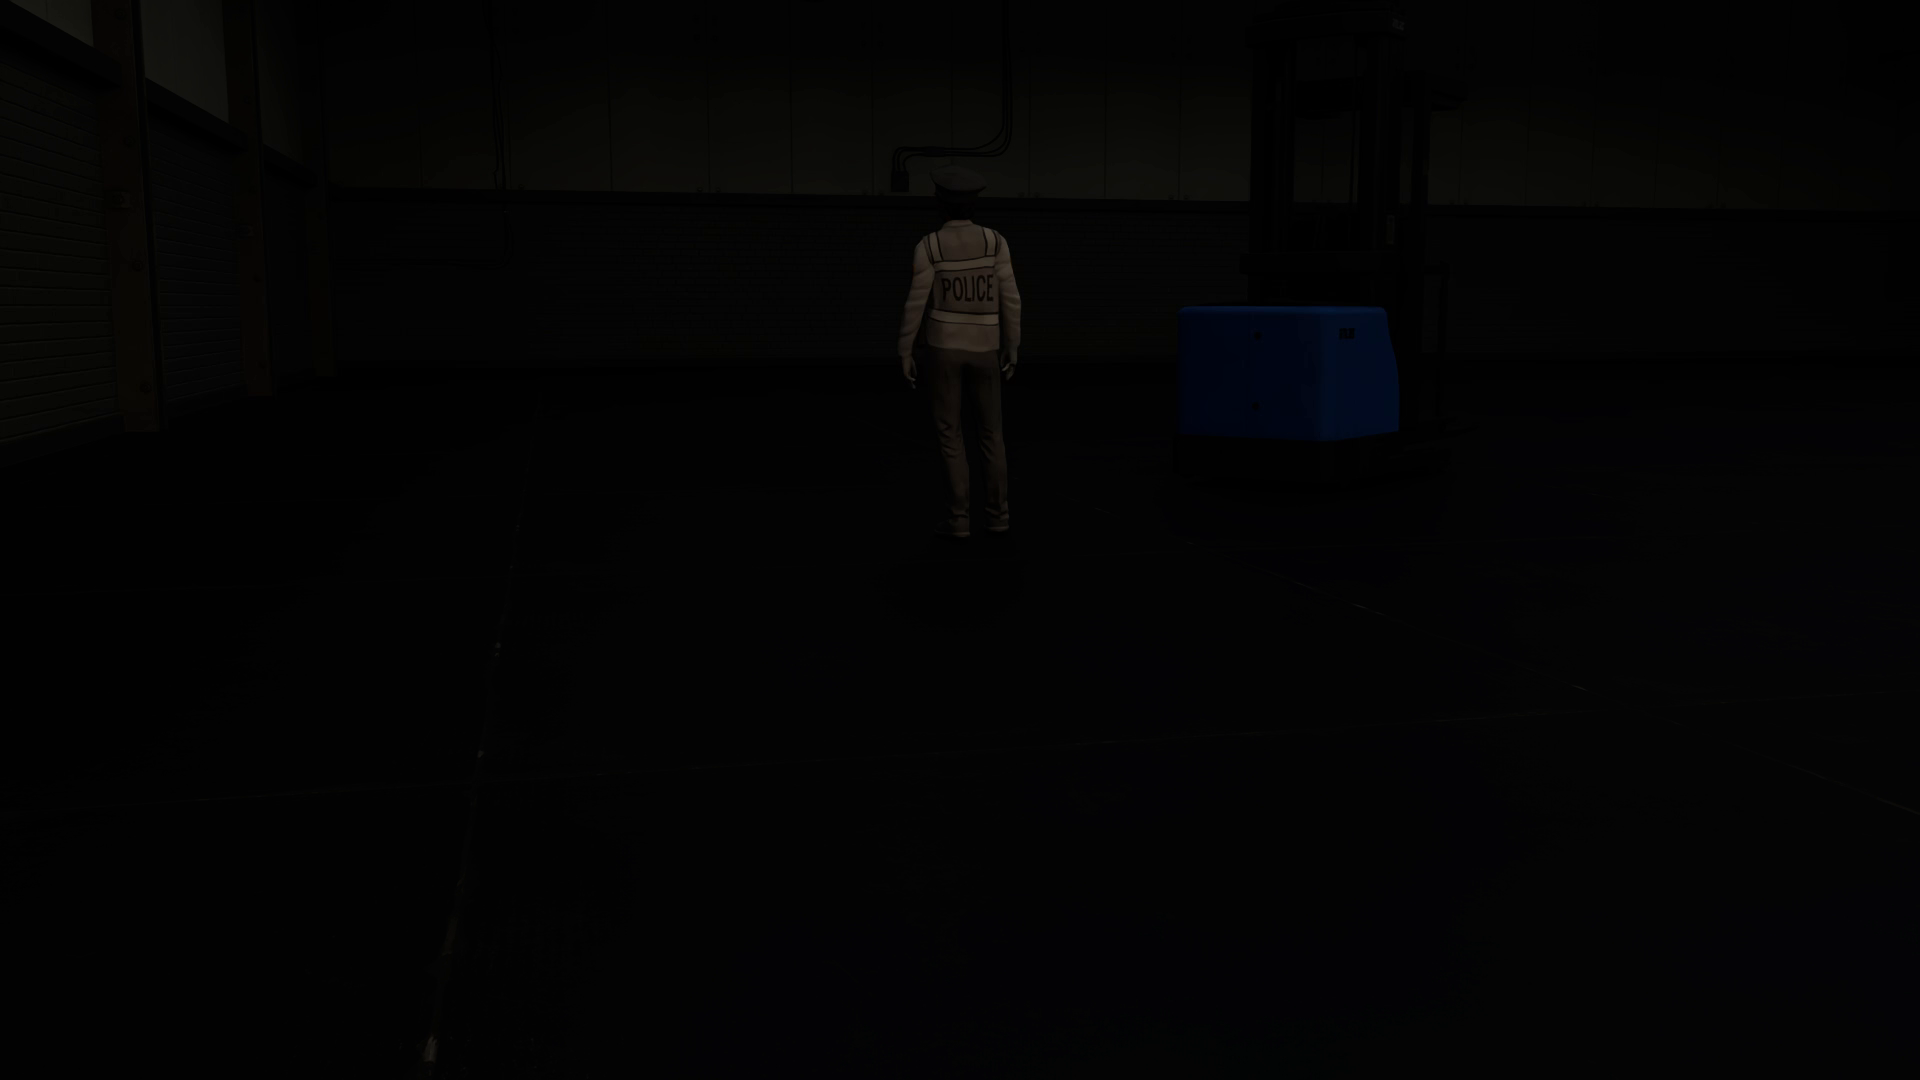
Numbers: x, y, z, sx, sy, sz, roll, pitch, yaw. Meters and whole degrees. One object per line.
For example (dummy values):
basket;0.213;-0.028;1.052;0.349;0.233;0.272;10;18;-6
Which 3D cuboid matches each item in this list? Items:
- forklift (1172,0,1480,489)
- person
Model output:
forklift;2.565;-1.908;10.759;1.130;2.935;3.031;6;10;36
person;-0.010;-0.856;7.656;0.587;1.695;0.531;-2;8;-13
